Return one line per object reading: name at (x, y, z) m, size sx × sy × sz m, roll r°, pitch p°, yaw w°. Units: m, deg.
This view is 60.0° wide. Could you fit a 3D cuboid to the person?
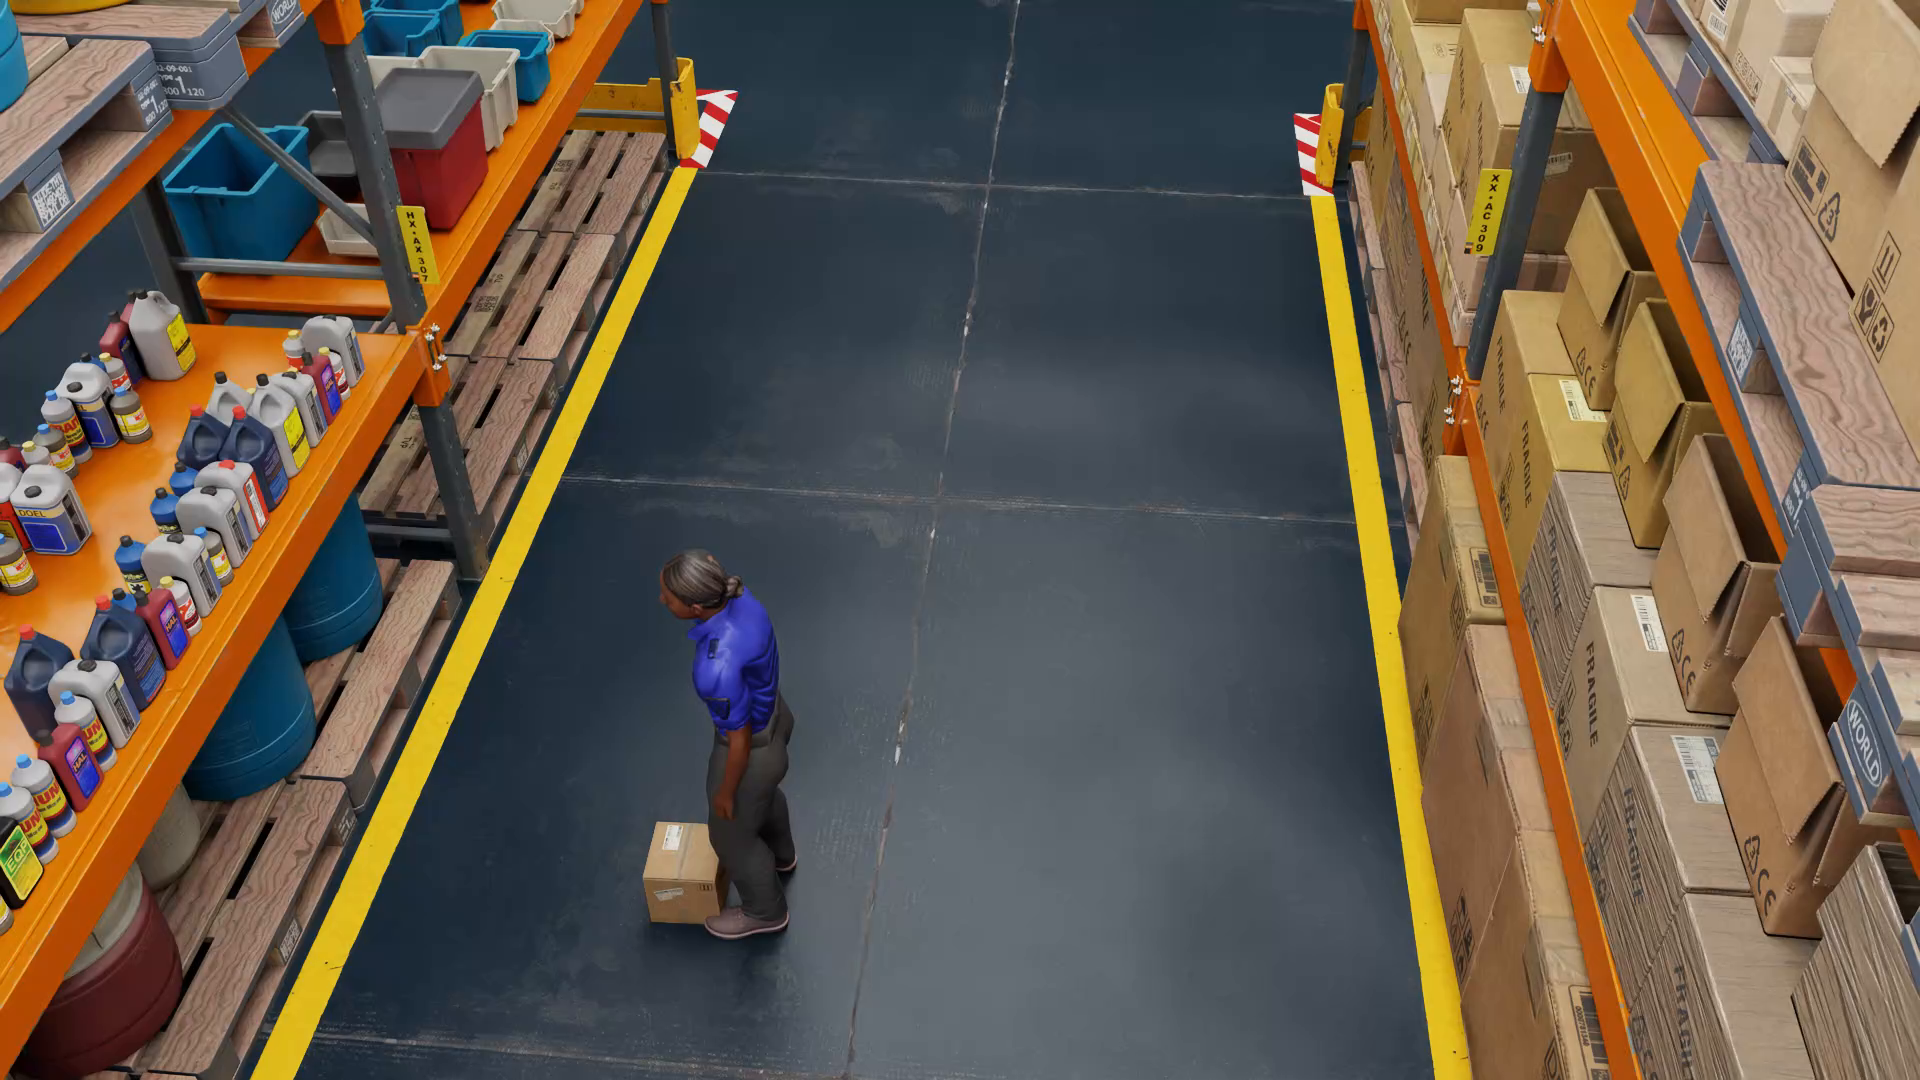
person at (-0.720, 0.648, 5.397) m, size 0.350 × 1.653 × 0.527 m, roll 1°, pitch 40°, yaw 1°
